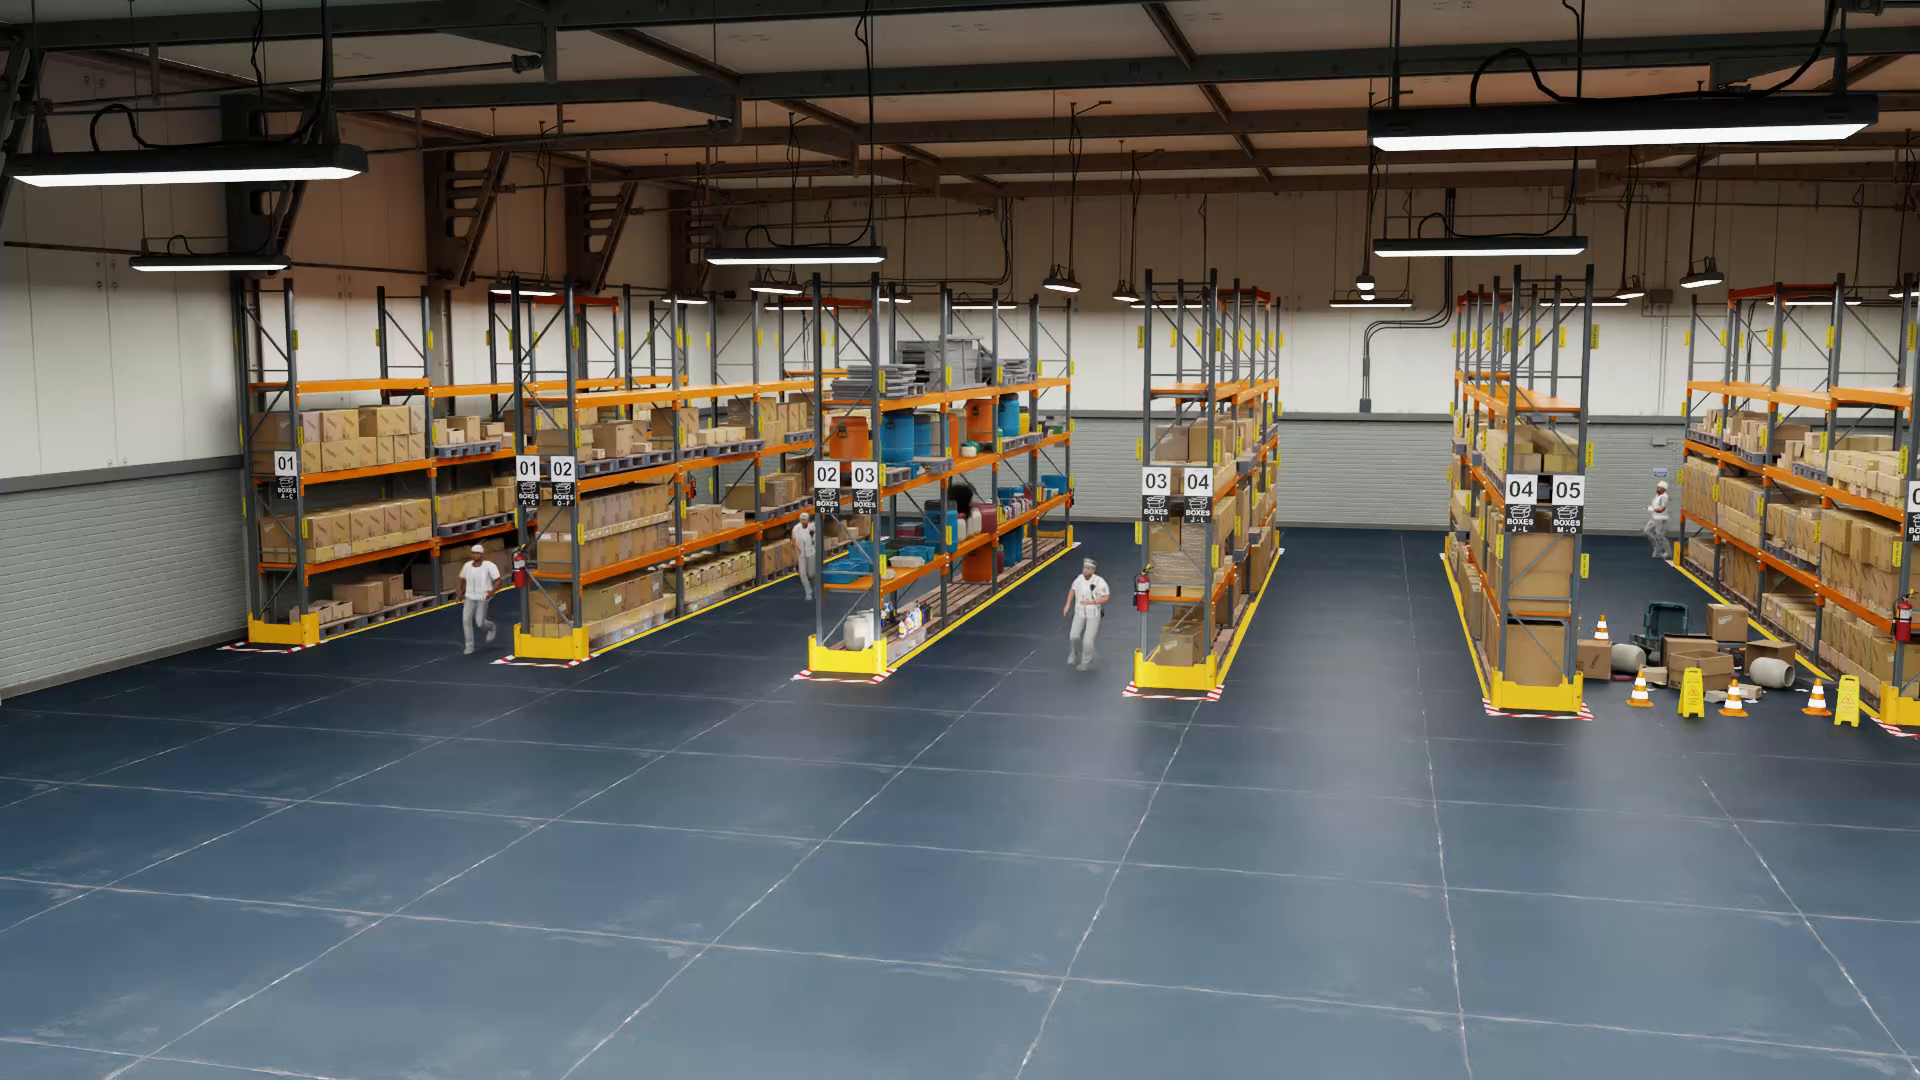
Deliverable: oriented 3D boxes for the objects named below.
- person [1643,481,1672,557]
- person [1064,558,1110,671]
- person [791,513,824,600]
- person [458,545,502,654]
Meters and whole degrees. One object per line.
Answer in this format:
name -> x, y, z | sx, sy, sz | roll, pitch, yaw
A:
person -> 16.062, -0.467, 38.276 | 0.692, 1.775, 0.659 | 1, 7, 4
person -> 1.913, 1.133, 25.274 | 0.759, 1.740, 0.603 | 2, 7, 17
person -> -2.796, 0.277, 30.461 | 0.572, 1.609, 0.740 | 1, 7, 9
person -> -7.797, 0.946, 26.918 | 0.737, 1.764, 0.745 | 1, 7, 10
